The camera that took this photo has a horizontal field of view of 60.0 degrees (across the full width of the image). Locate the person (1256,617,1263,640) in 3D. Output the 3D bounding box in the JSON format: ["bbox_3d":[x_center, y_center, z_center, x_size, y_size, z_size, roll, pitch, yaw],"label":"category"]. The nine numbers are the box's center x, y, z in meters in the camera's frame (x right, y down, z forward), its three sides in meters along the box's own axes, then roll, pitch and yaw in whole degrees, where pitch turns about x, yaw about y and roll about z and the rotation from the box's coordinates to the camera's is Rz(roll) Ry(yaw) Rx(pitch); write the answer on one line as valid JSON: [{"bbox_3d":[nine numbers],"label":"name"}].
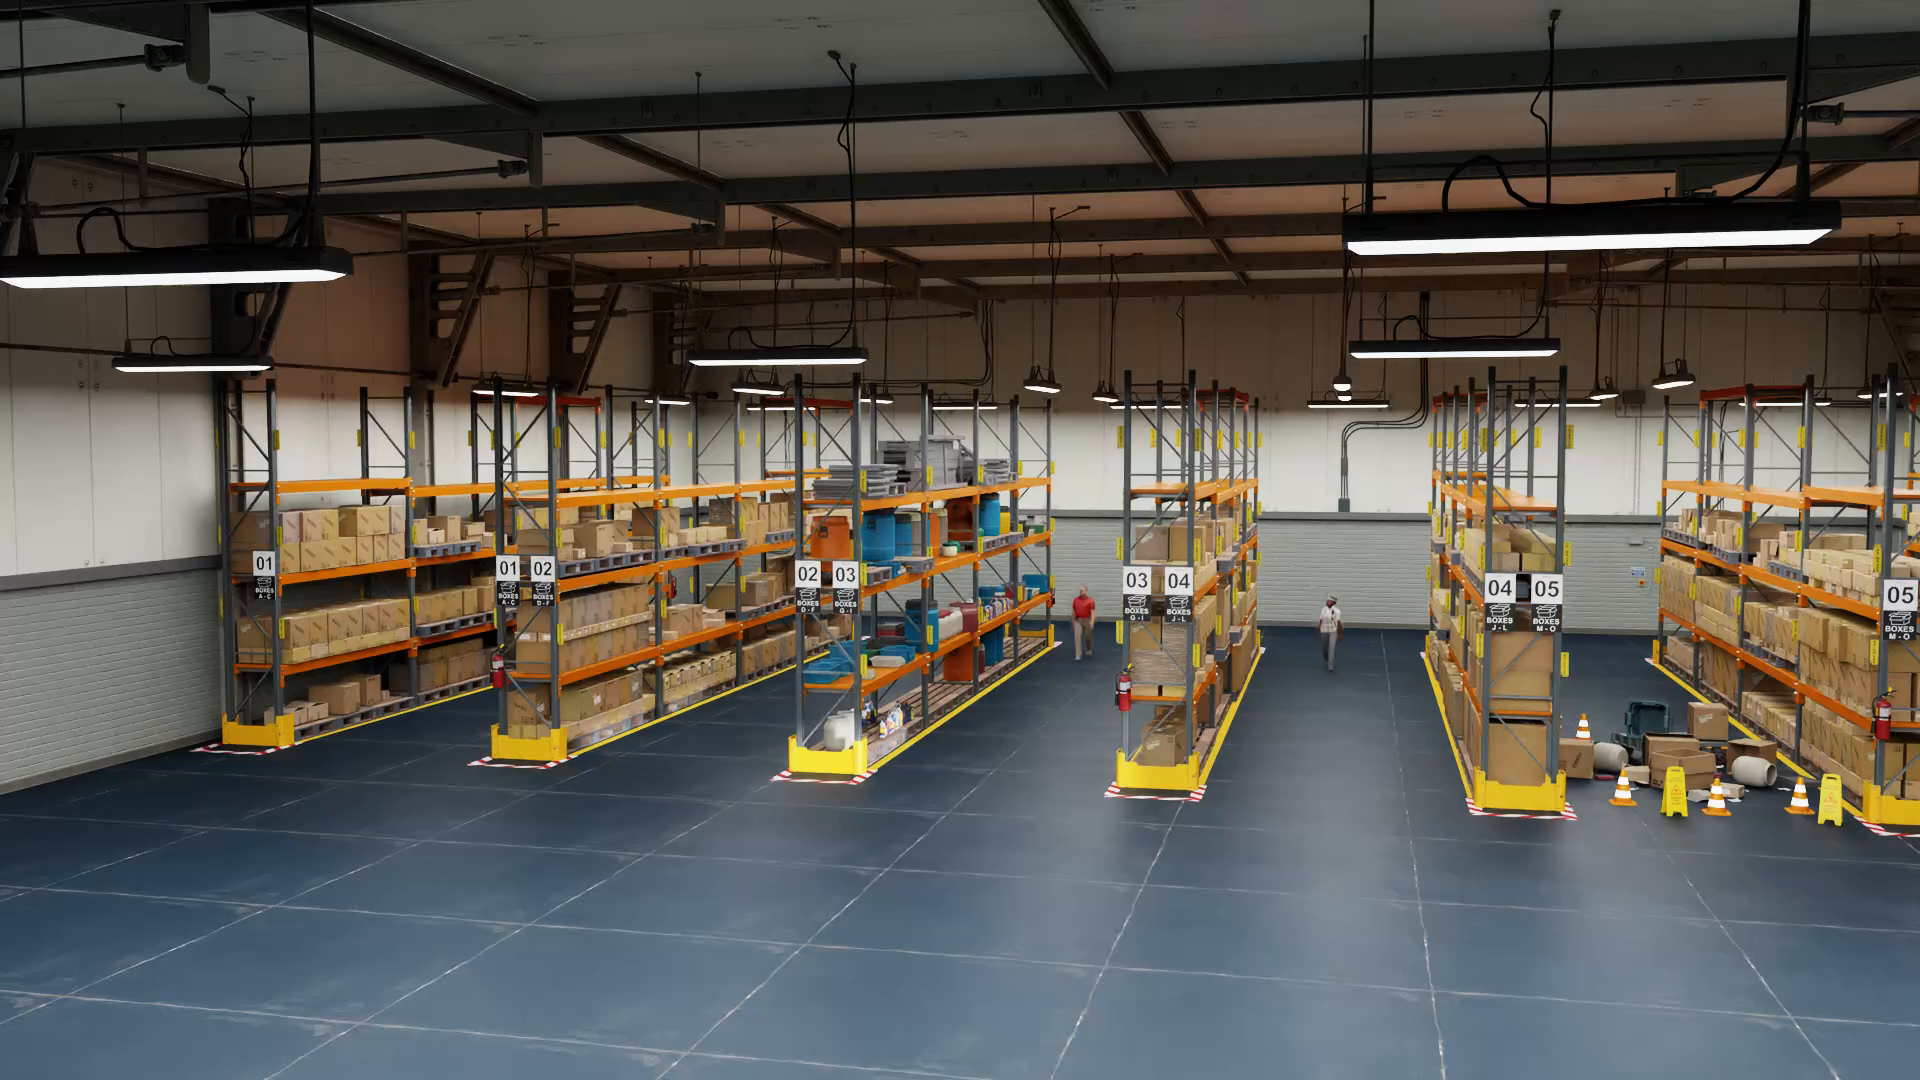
[{"bbox_3d":[7.244,1.663,41.774,0.519,1.637,0.918,-1,4,-20],"label":"person"}]

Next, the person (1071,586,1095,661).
[{"bbox_3d":[2.807,1.891,37.934,0.570,1.674,1.086,1,3,9],"label":"person"}]

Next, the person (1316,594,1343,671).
[{"bbox_3d":[8.064,2.002,36.254,0.549,1.649,0.928,1,4,20],"label":"person"}]
